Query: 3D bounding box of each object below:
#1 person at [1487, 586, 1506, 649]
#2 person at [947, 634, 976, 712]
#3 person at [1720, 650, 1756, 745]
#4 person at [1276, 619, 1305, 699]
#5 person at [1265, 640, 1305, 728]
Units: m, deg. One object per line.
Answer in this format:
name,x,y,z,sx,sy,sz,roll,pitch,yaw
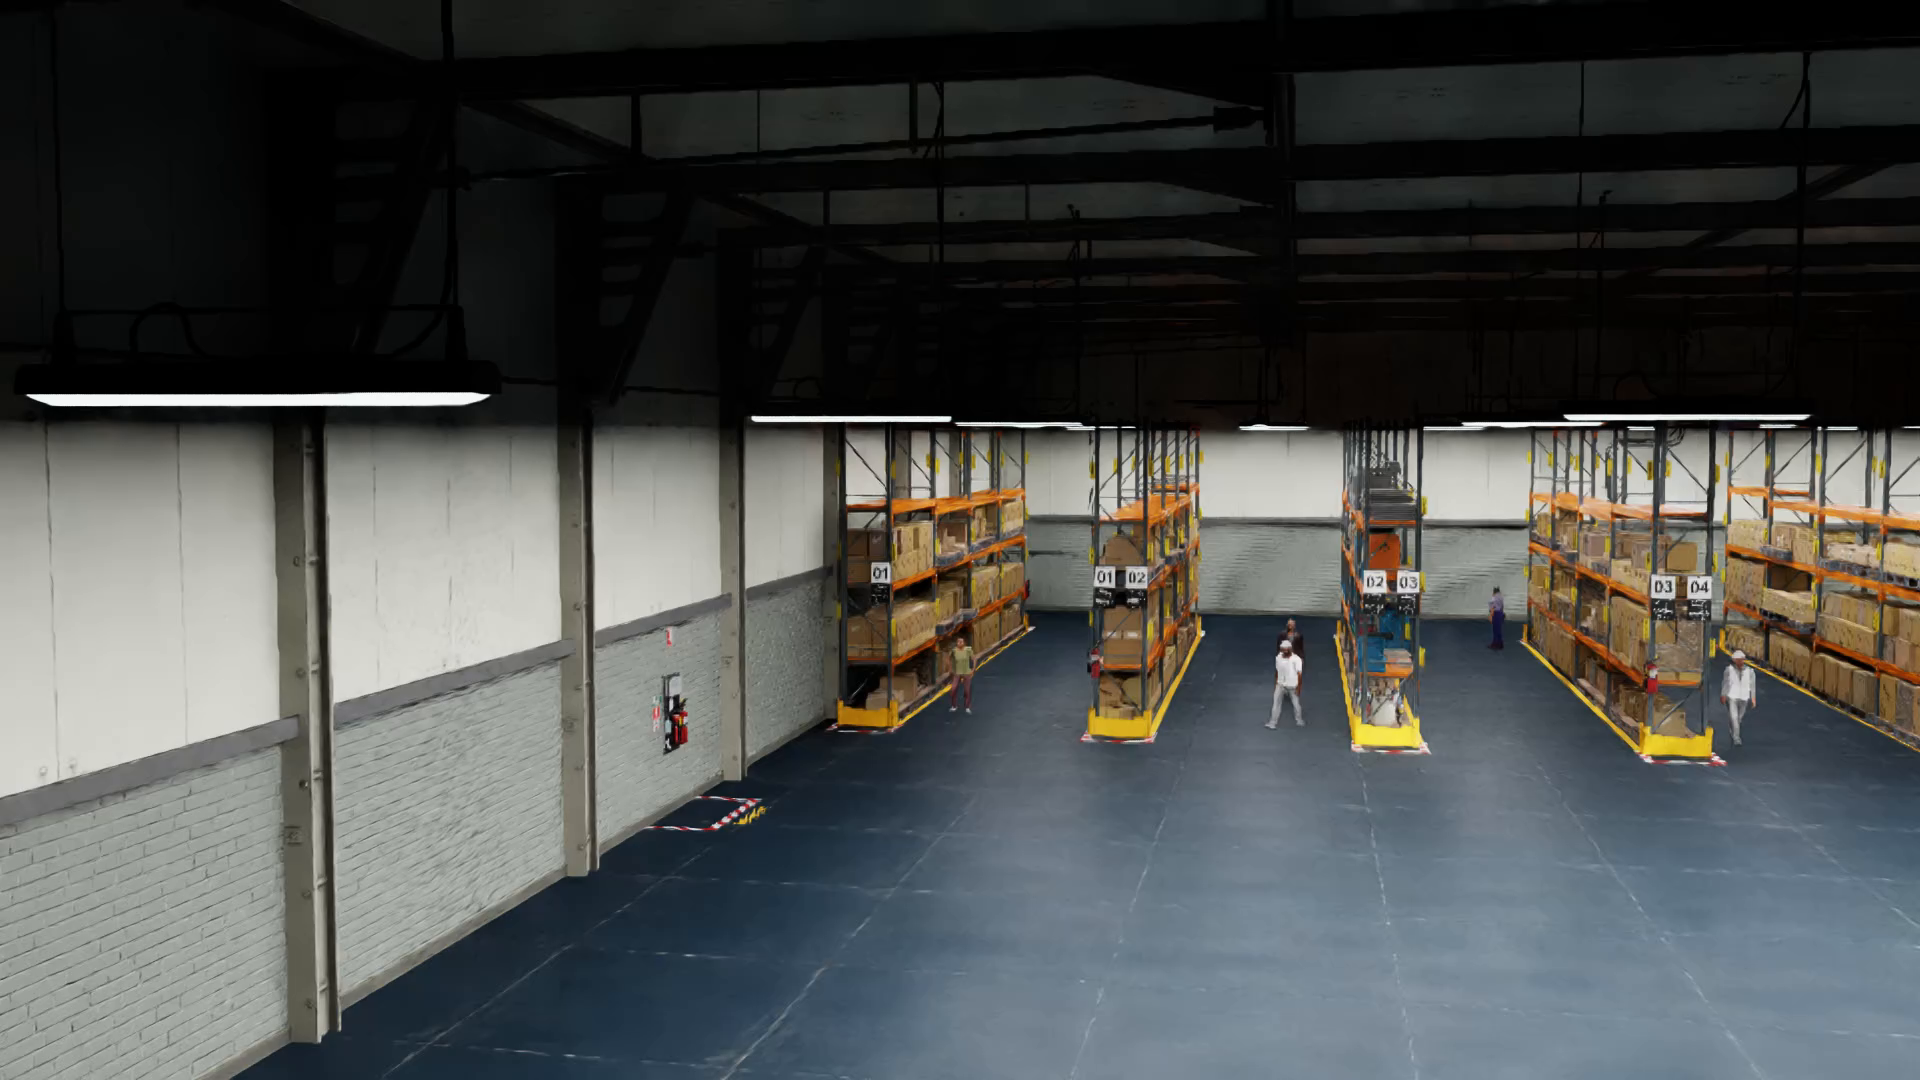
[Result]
person,14.182,2.035,44.030,0.549,1.642,0.599,3,5,41
person,0.034,2.718,33.951,0.598,1.619,0.507,1,4,9
person,14.328,2.877,30.586,0.547,1.725,1.030,1,4,10
person,7.092,2.539,35.701,0.598,1.698,1.193,1,4,14
person,6.320,2.778,32.183,0.622,1.721,0.955,3,5,36
